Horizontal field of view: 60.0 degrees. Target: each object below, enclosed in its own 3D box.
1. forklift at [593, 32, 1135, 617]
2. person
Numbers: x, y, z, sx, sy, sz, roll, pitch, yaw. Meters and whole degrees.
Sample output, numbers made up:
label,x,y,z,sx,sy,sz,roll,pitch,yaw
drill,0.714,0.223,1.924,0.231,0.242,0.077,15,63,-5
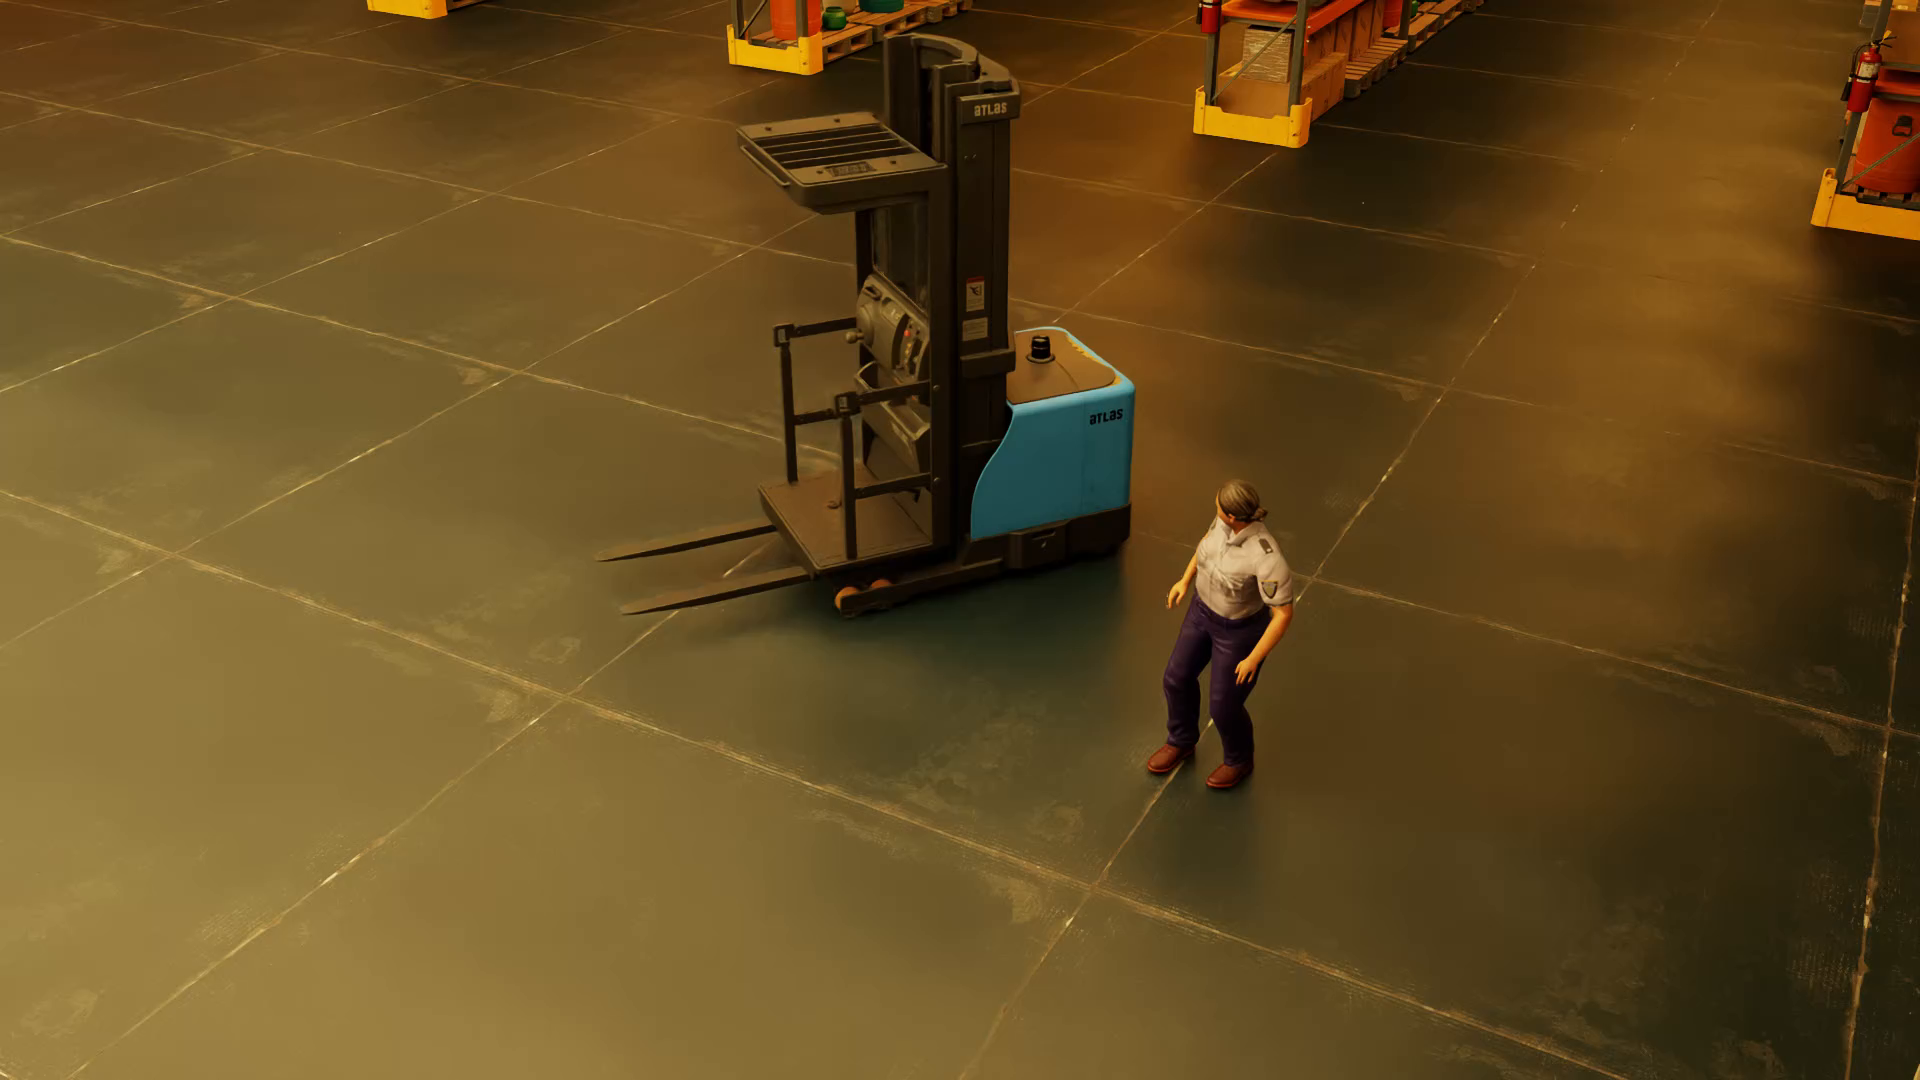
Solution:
label,x,y,z,sx,sy,sz,roll,pitch,yaw
forklift,-0.556,-1.141,9.048,3.031,2.935,1.130,-13,32,-21
person,1.211,0.438,7.633,0.478,1.625,0.674,-18,35,-28
